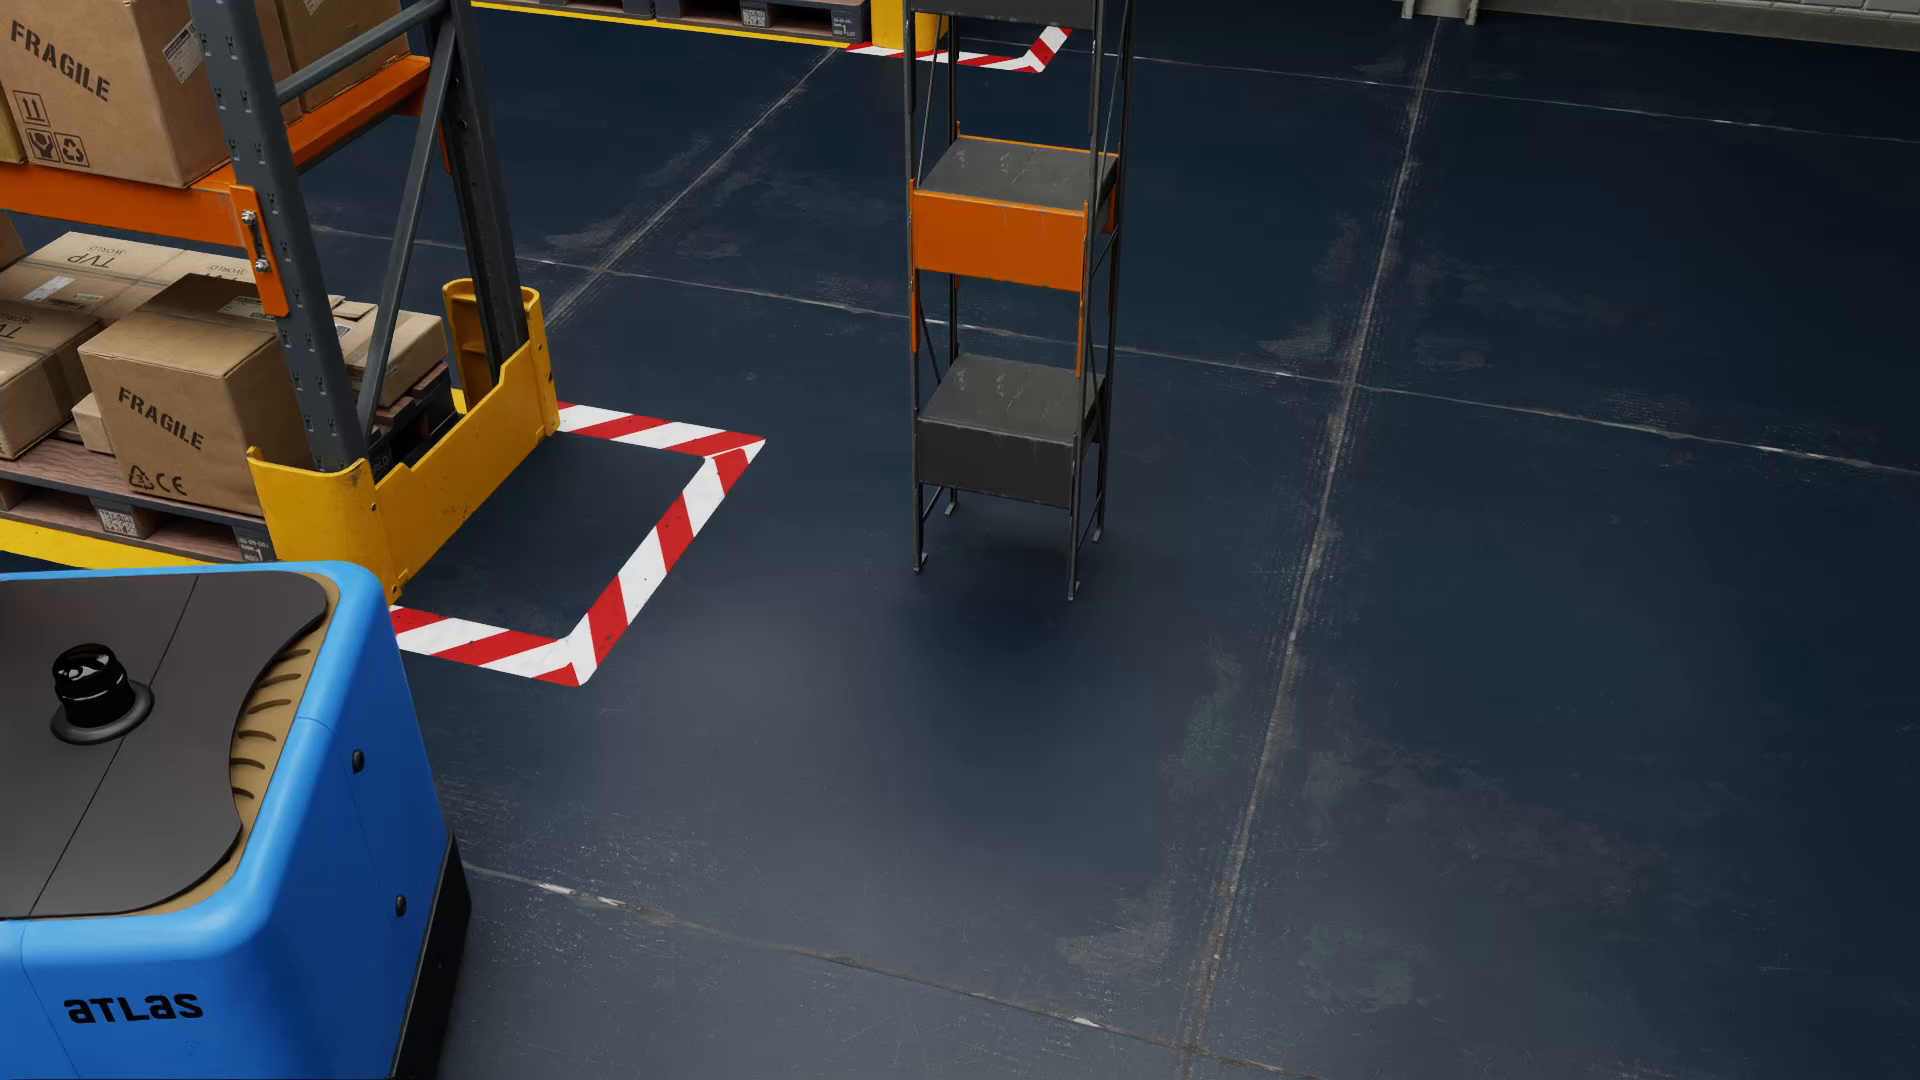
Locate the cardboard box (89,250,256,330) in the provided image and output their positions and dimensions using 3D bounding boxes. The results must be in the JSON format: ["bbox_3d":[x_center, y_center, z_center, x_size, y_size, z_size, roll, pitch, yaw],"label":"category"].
[{"bbox_3d":[-2.554,-0.736,5.668,0.500,0.250,0.500,10,38,14],"label":"cardboard box"}]

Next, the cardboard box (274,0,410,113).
[{"bbox_3d":[-1.987,-1.589,4.795,0.500,0.500,0.500,11,38,15],"label":"cardboard box"}]

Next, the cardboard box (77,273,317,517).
[{"bbox_3d":[-2.235,-0.449,5.067,0.500,0.500,0.500,10,38,14],"label":"cardboard box"}]

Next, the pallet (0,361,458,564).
[{"bbox_3d":[-2.476,-0.352,5.551,1.213,0.211,1.003,10,38,14],"label":"pallet"}]

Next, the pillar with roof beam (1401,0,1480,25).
[{"bbox_3d":[1.382,-4.118,3.253,0.400,9.000,9.100,10,38,14],"label":"pillar with roof beam"}]

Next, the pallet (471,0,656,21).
[{"bbox_3d":[-2.116,-3.316,9.577,1.213,0.211,1.003,10,38,14],"label":"pallet"}]

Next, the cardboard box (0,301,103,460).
[{"bbox_3d":[-3.133,-0.533,5.392,0.500,0.250,0.500,10,38,14],"label":"cardboard box"}]

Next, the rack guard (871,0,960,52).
[{"bbox_3d":[-0.146,-3.114,9.059,0.348,0.500,1.175,10,38,14],"label":"rack guard"}]

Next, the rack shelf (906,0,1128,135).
[{"bbox_3d":[0.158,-1.369,4.181,0.480,0.518,0.431,10,38,14],"label":"rack shelf"}]

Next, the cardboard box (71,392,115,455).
[{"bbox_3d":[-2.595,-0.437,5.332,0.250,0.166,0.380,10,38,14],"label":"cardboard box"}]

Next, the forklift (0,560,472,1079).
[{"bbox_3d":[-2.642,0.060,2.695,3.031,2.935,1.130,-2,36,-3],"label":"forklift"}]

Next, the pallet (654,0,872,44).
[{"bbox_3d":[-0.955,-3.099,9.283,1.213,0.211,1.003,10,38,14],"label":"pallet"}]

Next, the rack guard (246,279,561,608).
[{"bbox_3d":[-1.715,-0.328,5.274,0.348,0.500,1.175,10,38,14],"label":"rack guard"}]

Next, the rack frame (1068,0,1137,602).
[{"bbox_3d":[0.391,-0.773,4.529,0.015,2.100,0.400,10,38,14],"label":"rack frame"}]

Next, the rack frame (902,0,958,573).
[{"bbox_3d":[-0.075,-0.860,4.646,0.015,2.100,0.400,10,38,14],"label":"rack frame"}]

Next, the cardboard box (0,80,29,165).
[{"bbox_3d":[-2.647,-1.377,4.506,0.500,0.500,0.500,11,38,14],"label":"cardboard box"}]

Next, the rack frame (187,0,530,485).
[{"bbox_3d":[-1.642,-1.322,4.515,0.127,3.000,1.000,10,38,14],"label":"rack frame"}]

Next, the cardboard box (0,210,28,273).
[{"bbox_3d":[-3.666,-0.871,5.638,0.637,0.503,0.797,10,38,14],"label":"cardboard box"}]

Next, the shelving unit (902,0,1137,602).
[{"bbox_3d":[0.158,-0.816,4.588,0.503,2.100,0.431,10,38,14],"label":"shelving unit"}]

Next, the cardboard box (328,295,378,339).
[{"bbox_3d":[-2.178,-0.670,5.649,0.250,0.166,0.380,10,38,14],"label":"cardboard box"}]

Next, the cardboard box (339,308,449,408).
[{"bbox_3d":[-1.940,-0.619,5.595,0.250,0.149,0.380,10,38,14],"label":"cardboard box"}]

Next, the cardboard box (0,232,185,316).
[{"bbox_3d":[-3.031,-0.825,5.789,0.500,0.250,0.500,10,38,14],"label":"cardboard box"}]

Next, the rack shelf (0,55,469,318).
[{"bbox_3d":[-3.551,-1.385,5.209,4.000,0.370,1.077,10,38,14],"label":"rack shelf"}]

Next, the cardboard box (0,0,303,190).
[{"bbox_3d":[-2.151,-1.287,4.384,0.500,0.500,0.500,12,38,15],"label":"cardboard box"}]

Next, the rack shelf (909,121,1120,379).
[{"bbox_3d":[0.158,-0.805,4.596,0.480,0.518,0.431,10,38,14],"label":"rack shelf"}]

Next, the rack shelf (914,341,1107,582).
[{"bbox_3d":[0.158,-0.242,5.011,0.480,0.518,0.431,10,38,14],"label":"rack shelf"}]
